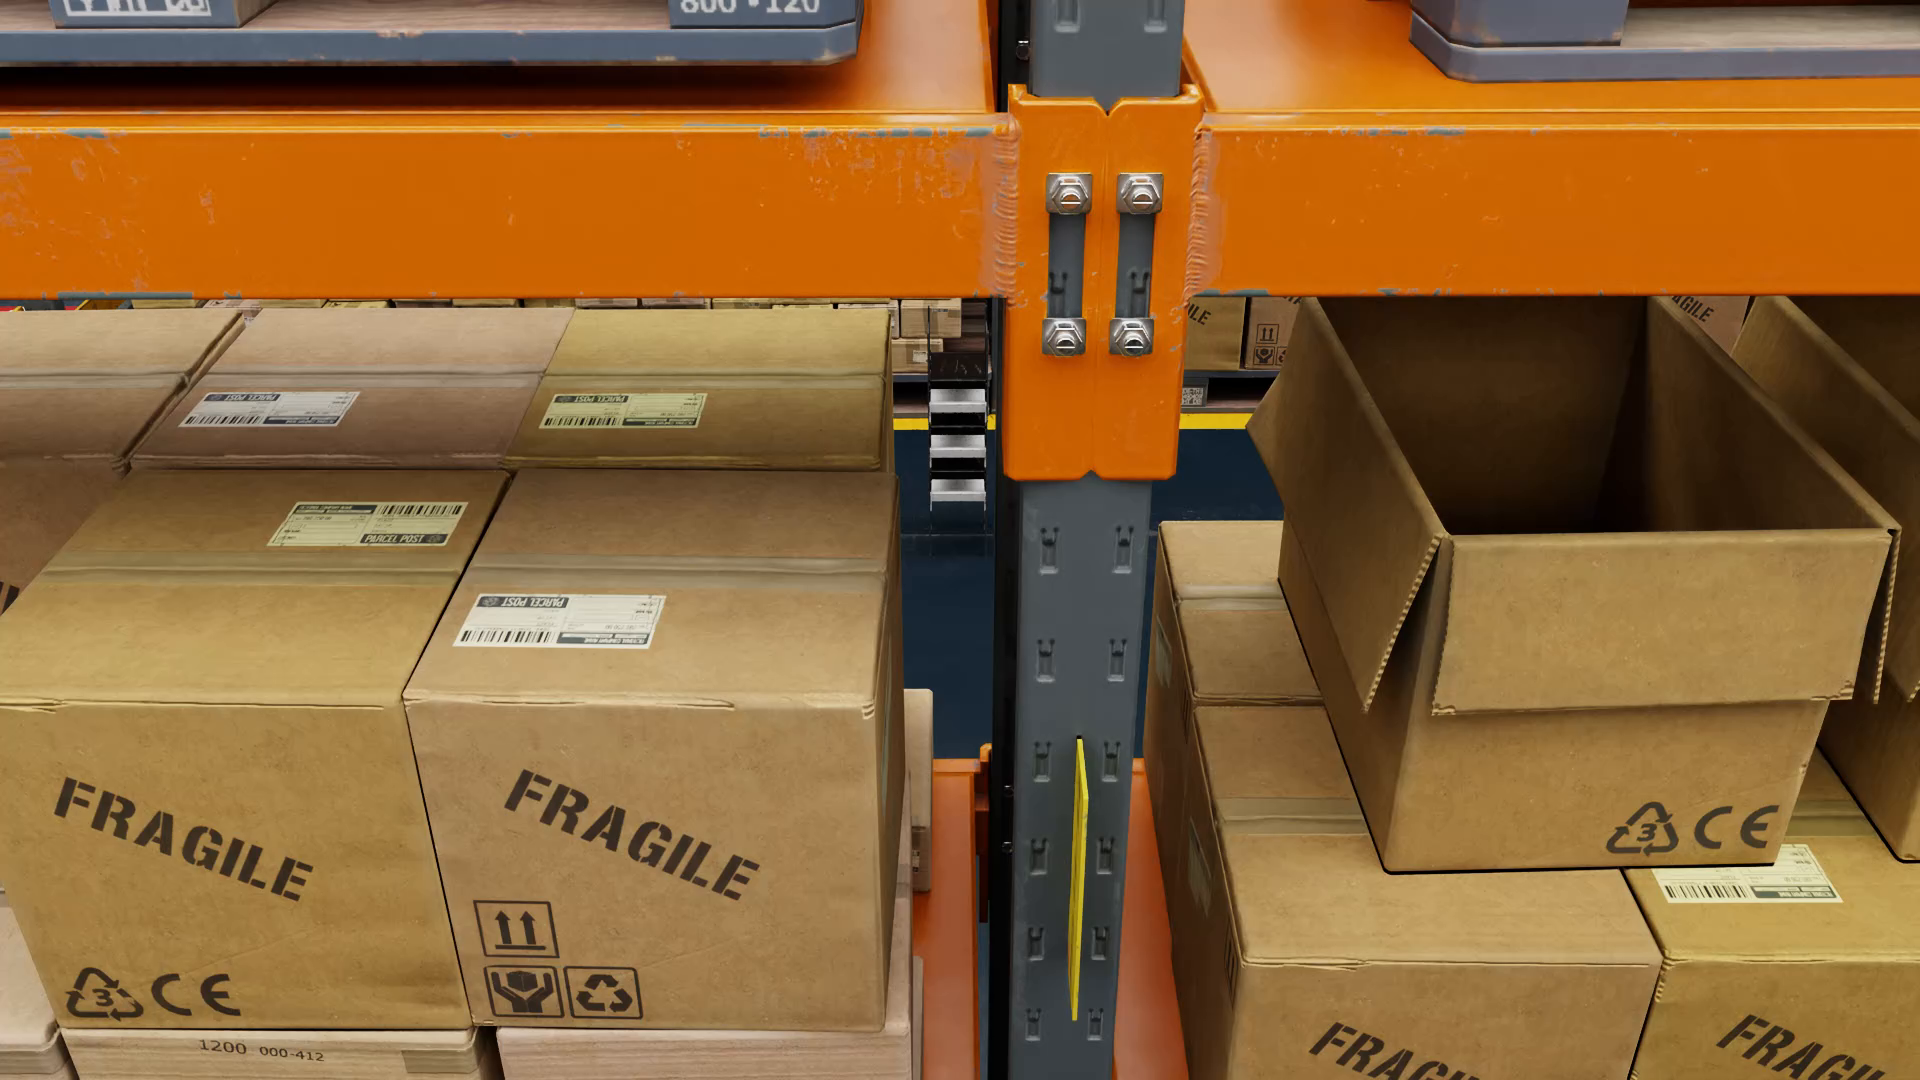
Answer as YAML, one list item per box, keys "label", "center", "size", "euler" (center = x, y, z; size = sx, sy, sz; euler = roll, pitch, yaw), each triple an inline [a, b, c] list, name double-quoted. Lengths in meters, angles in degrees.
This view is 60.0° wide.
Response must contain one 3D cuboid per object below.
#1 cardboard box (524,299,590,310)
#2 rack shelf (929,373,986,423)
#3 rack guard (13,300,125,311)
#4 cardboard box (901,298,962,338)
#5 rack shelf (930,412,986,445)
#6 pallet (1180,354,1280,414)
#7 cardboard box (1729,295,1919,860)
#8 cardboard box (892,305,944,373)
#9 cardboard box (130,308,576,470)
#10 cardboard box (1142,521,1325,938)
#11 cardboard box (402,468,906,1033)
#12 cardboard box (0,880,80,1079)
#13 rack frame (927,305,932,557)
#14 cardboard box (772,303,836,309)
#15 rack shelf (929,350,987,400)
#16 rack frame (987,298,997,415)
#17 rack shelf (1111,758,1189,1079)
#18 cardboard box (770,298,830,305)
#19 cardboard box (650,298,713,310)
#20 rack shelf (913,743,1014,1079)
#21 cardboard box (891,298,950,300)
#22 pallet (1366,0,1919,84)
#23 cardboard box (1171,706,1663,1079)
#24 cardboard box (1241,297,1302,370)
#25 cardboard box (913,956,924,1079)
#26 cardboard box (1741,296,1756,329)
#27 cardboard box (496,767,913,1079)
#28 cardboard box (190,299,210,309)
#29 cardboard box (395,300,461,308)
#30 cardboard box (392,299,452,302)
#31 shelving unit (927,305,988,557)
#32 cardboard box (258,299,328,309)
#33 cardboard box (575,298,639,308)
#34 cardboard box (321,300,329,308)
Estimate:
- label: "cardboard box"
  center: [-1.698, -1.055, 7.154]
  size: [0.250, 0.149, 0.380]
  euler: [1, 31, 2]
- label: "rack shelf"
  center: [-0.008, -0.510, 5.940]
  size: [0.200, 0.077, 0.258]
  euler: [0, 31, 0]
- label: "rack guard"
  center: [-3.729, -0.999, 7.415]
  size: [0.348, 0.500, 1.175]
  euler: [0, 31, 0]
- label: "cardboard box"
  center: [-0.118, -1.002, 7.067]
  size: [0.250, 0.149, 0.380]
  euler: [0, 31, 1]
- label: "rack shelf"
  center: [-0.008, -0.433, 5.987]
  size: [0.200, 0.077, 0.258]
  euler: [0, 31, 0]
- label: "pallet"
  center: [0.973, -0.891, 7.515]
  size: [1.213, 0.211, 1.003]
  euler: [0, 31, 0]
- label: "cardboard box"
  center: [1.449, 0.019, 2.264]
  size: [0.637, 0.503, 0.797]
  euler: [0, 31, 0]
- label: "cardboard box"
  center: [-0.195, -0.863, 7.124]
  size: [0.250, 0.149, 0.380]
  euler: [0, 31, 0]
- label: "cardboard box"
  center: [-0.849, -0.024, 2.533]
  size: [0.500, 0.500, 0.500]
  euler: [0, 31, 0]
- label: "cardboard box"
  center: [0.590, 0.307, 2.756]
  size: [0.500, 0.500, 0.500]
  euler: [0, 31, 0]
- label: "cardboard box"
  center: [-0.334, 0.249, 2.082]
  size: [0.500, 0.500, 0.500]
  euler: [1, 31, 1]
- label: "cardboard box"
  center: [-1.344, 0.572, 2.273]
  size: [0.500, 0.250, 0.500]
  euler: [0, 31, 1]
- label: "rack frame"
  center: [-0.110, -0.384, 6.016]
  size: [0.006, 0.900, 0.240]
  euler: [0, 31, 0]
- label: "cardboard box"
  center: [-0.657, -0.985, 7.038]
  size: [0.250, 0.149, 0.380]
  euler: [-1, 31, -2]
- label: "rack shelf"
  center: [-0.008, -0.587, 5.894]
  size: [0.200, 0.077, 0.258]
  euler: [0, 31, 0]
- label: "rack frame"
  center: [0.195, -2.080, 6.787]
  size: [0.127, 3.000, 1.000]
  euler: [0, 31, 0]
- label: "rack shelf"
  center: [2.124, 0.794, 2.743]
  size: [4.000, 0.370, 1.077]
  euler: [0, 31, 0]
- label: "cardboard box"
  center: [-0.664, -1.133, 6.996]
  size: [0.250, 0.149, 0.380]
  euler: [0, 31, -1]
- label: "cardboard box"
  center: [-1.163, -1.024, 7.103]
  size: [0.250, 0.149, 0.380]
  euler: [1, 31, 1]
- label: "rack shelf"
  center: [-1.876, 0.807, 2.722]
  size: [4.000, 0.370, 1.077]
  euler: [0, 31, 0]
- label: "cardboard box"
  center: [-0.159, -1.159, 7.039]
  size: [0.250, 0.149, 0.380]
  euler: [1, 31, 1]
- label: "pallet"
  center: [1.040, -0.736, 1.864]
  size: [1.217, 0.209, 0.805]
  euler: [-1, 31, -2]
- label: "cardboard box"
  center: [0.585, 0.578, 2.309]
  size: [0.500, 0.500, 0.500]
  euler: [0, 31, 0]
- label: "cardboard box"
  center: [1.464, -1.058, 7.108]
  size: [0.500, 0.500, 0.500]
  euler: [1, 31, 2]
- label: "cardboard box"
  center: [-0.179, 0.771, 2.329]
  size: [0.250, 0.149, 0.380]
  euler: [0, 31, 0]
- label: "cardboard box"
  center: [3.538, -1.066, 7.120]
  size: [0.500, 0.500, 0.500]
  euler: [0, 31, -1]
- label: "cardboard box"
  center: [-0.316, 0.567, 2.281]
  size: [0.500, 0.250, 0.500]
  euler: [-1, 31, -1]
- label: "cardboard box"
  center: [-3.280, -1.024, 7.103]
  size: [0.250, 0.149, 0.380]
  euler: [1, 31, 2]
- label: "cardboard box"
  center: [-2.239, -1.037, 7.124]
  size: [0.250, 0.149, 0.380]
  euler: [-2, 31, -3]
- label: "cardboard box"
  center: [-2.227, -1.145, 7.016]
  size: [0.250, 0.149, 0.380]
  euler: [1, 31, 2]
- label: "shelving unit"
  center: [-0.008, -0.385, 6.017]
  size: [0.210, 0.900, 0.258]
  euler: [0, 31, 0]
- label: "cardboard box"
  center: [-2.752, -1.106, 6.951]
  size: [0.250, 0.149, 0.380]
  euler: [0, 31, 0]
- label: "cardboard box"
  center: [-1.463, -1.117, 6.969]
  size: [0.250, 0.149, 0.380]
  euler: [-1, 31, -2]
- label: "cardboard box"
  center: [-2.761, -1.042, 7.133]
  size: [0.250, 0.149, 0.380]
  euler: [0, 31, 0]
